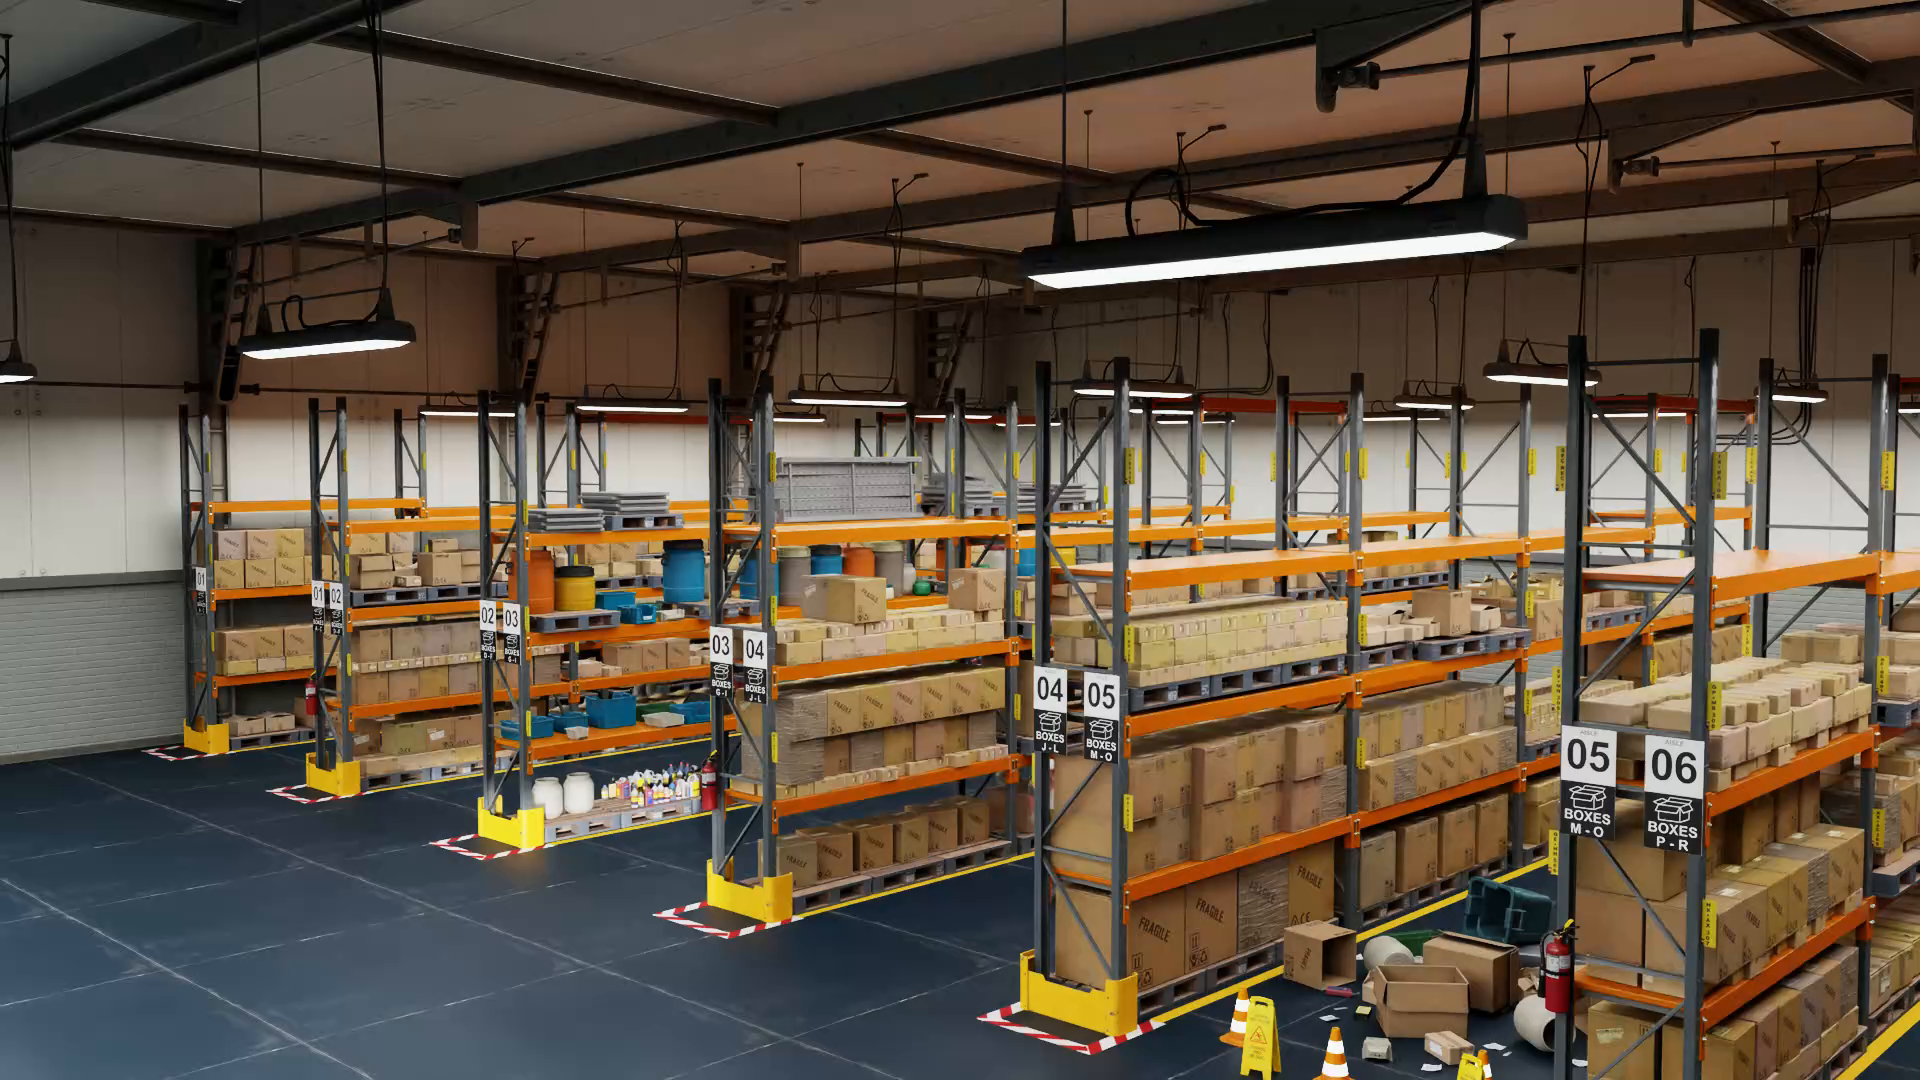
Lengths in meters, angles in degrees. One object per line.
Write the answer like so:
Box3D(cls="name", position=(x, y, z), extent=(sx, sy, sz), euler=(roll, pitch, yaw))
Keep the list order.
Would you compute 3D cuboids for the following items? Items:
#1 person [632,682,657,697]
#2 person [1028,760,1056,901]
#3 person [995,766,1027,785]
Box3D(cls="person", position=(-6.149, 2.725, 32.079), extent=(0.636, 1.488, 0.838), euler=(1, 3, 25))
Box3D(cls="person", position=(1.062, 3.320, 19.099), extent=(0.654, 1.711, 0.769), euler=(1, 3, 20))
Box3D(cls="person", position=(0.859, 3.119, 24.046), extent=(0.802, 1.638, 0.611), euler=(-2, 4, -37))
